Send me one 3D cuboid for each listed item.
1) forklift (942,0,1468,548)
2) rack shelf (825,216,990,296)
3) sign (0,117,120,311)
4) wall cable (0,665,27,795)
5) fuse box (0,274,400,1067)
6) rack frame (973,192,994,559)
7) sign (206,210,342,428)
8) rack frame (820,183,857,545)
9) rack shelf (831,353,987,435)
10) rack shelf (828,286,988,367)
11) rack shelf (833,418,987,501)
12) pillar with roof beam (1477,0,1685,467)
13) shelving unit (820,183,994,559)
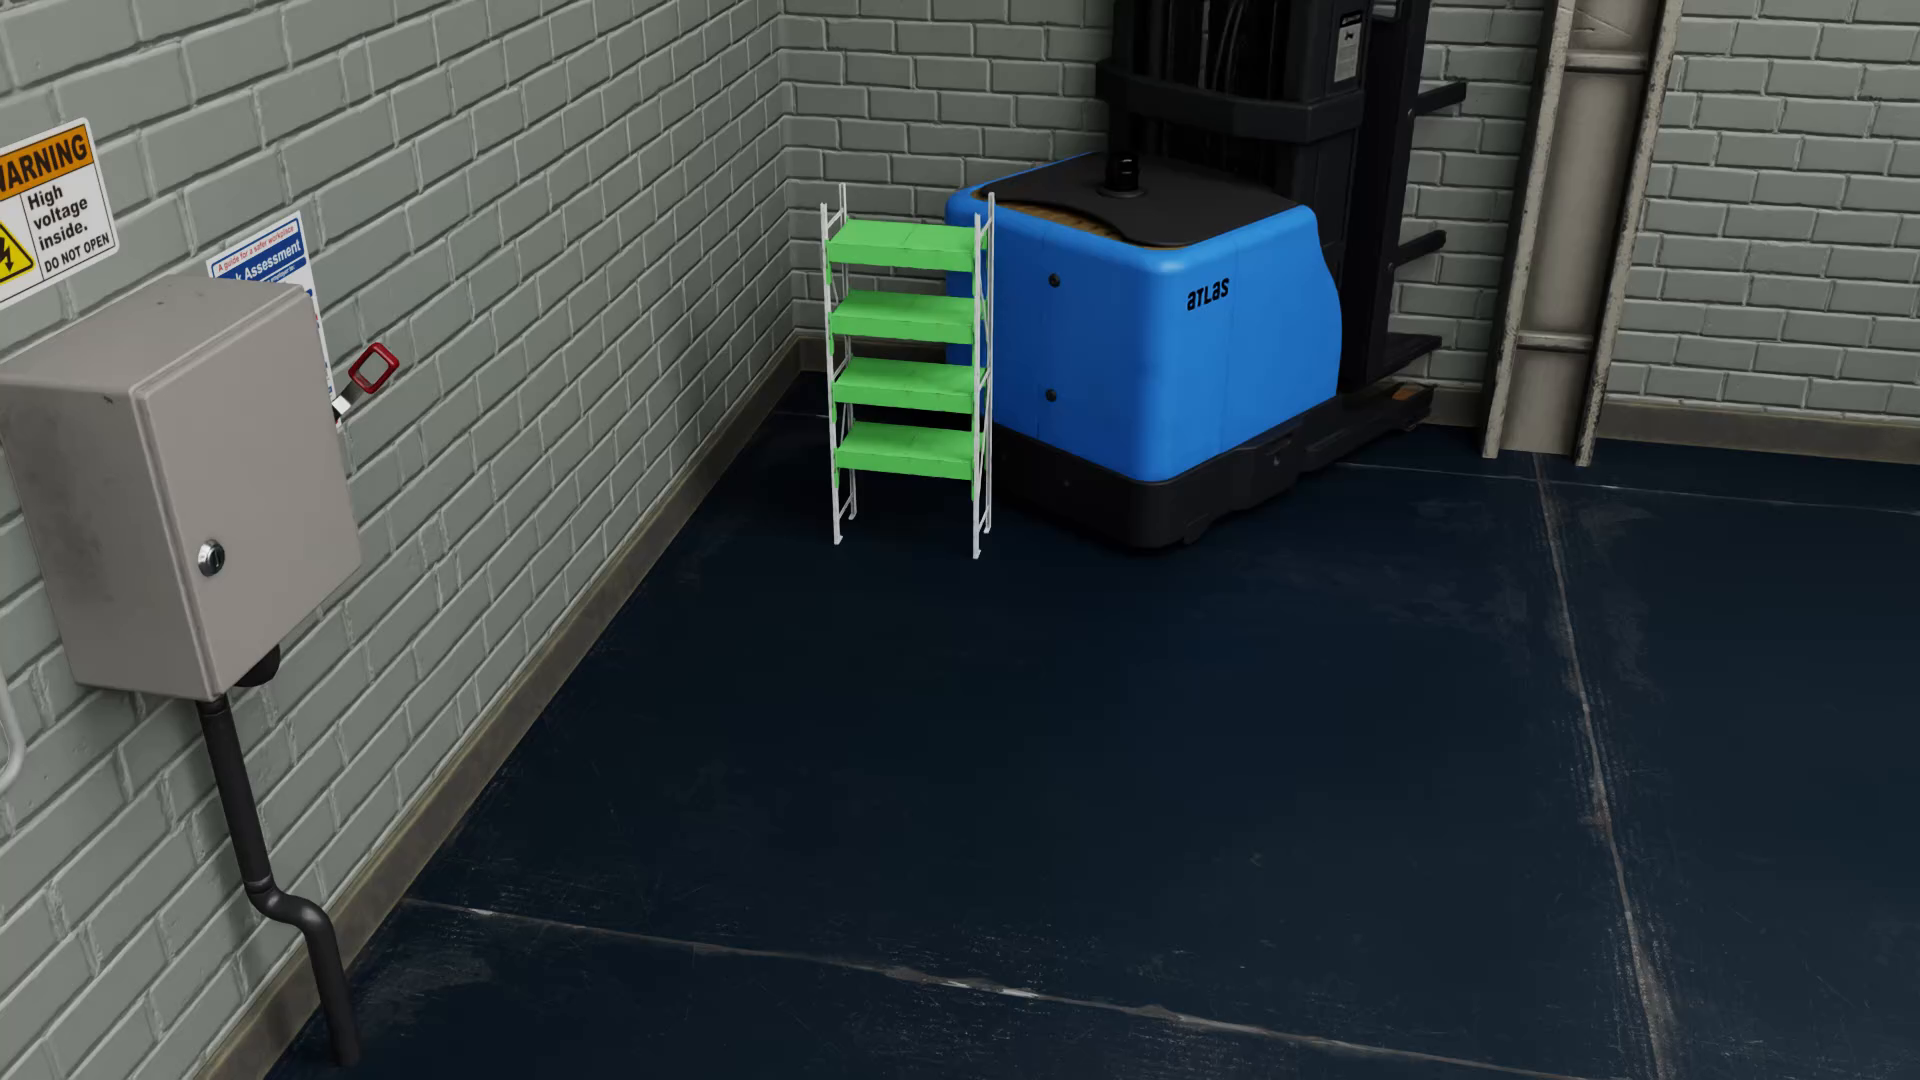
[{"bbox_3d":[1.329,-1.867,6.108,1.130,2.935,3.031,26,38,38],"label":"forklift"},{"bbox_3d":[-0.162,-0.908,5.292,0.480,0.148,0.258,6,29,11],"label":"rack shelf"},{"bbox_3d":[-1.528,-0.542,2.756,0.001,0.242,0.339,6,29,11],"label":"sign"},{"bbox_3d":[-1.610,-0.326,2.163,0.122,1.984,0.588,6,29,11],"label":"wall cable"},{"bbox_3d":[-1.314,0.380,3.273,0.414,1.711,0.539,6,29,11],"label":"fuse box"},{"bbox_3d":[0.077,-0.518,5.448,0.015,1.200,0.240,6,29,11],"label":"rack frame"},{"bbox_3d":[-1.413,-0.396,3.448,0.001,0.494,0.329,6,29,11],"label":"sign"},{"bbox_3d":[-0.400,-0.567,5.537,0.015,1.200,0.240,6,29,11],"label":"rack frame"},{"bbox_3d":[-0.162,-0.487,5.523,0.480,0.148,0.258,6,29,11],"label":"rack shelf"},{"bbox_3d":[-0.162,-0.697,5.408,0.480,0.148,0.258,6,29,11],"label":"rack shelf"},{"bbox_3d":[-0.162,-0.276,5.638,0.480,0.148,0.258,6,29,11],"label":"rack shelf"},{"bbox_3d":[1.310,-2.293,0.568,0.400,9.000,9.100,6,29,11],"label":"pillar with roof beam"},{"bbox_3d":[-0.162,-0.543,5.492,0.503,1.200,0.258,6,29,11],"label":"shelving unit"}]
